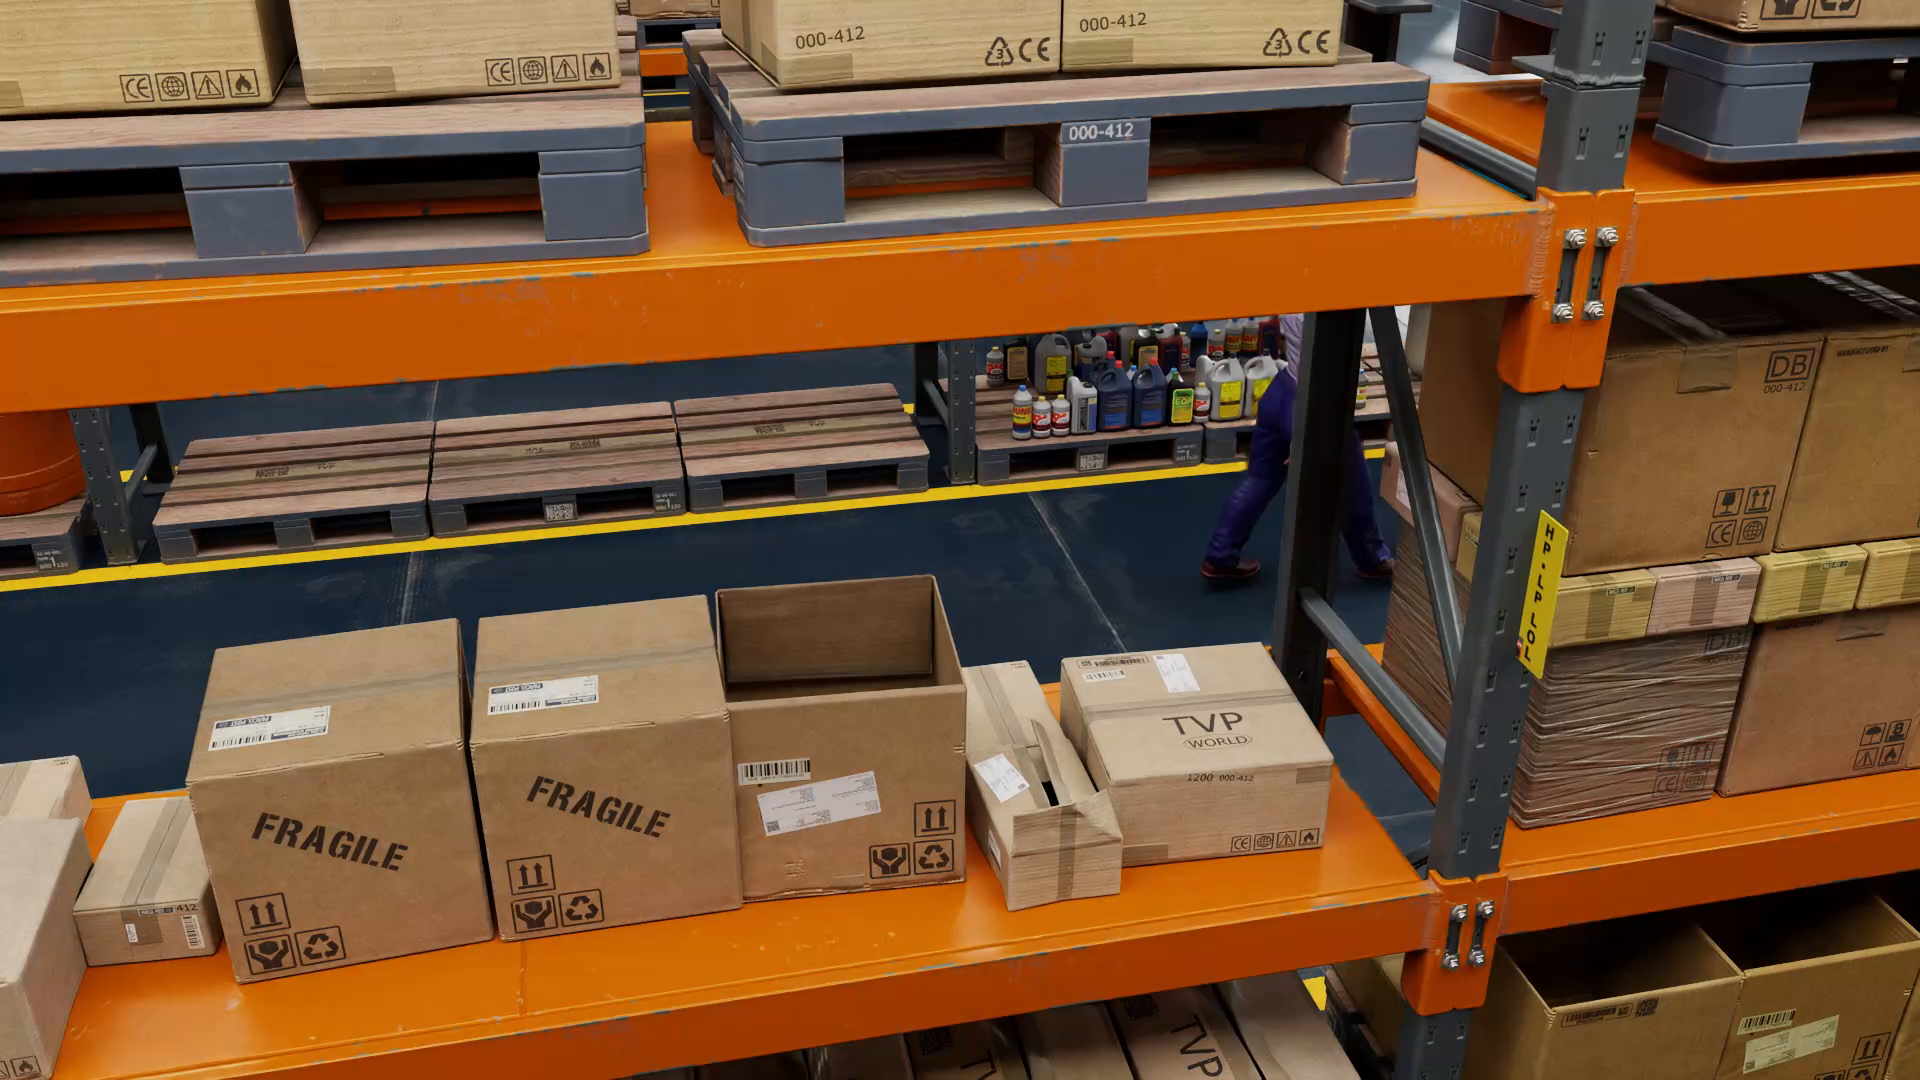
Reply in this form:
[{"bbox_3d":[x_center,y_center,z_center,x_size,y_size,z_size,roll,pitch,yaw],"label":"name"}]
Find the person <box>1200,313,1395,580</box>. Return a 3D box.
[{"bbox_3d":[1.568,-0.561,7.214,0.978,1.590,0.490,-9,28,-17],"label":"person"}]
